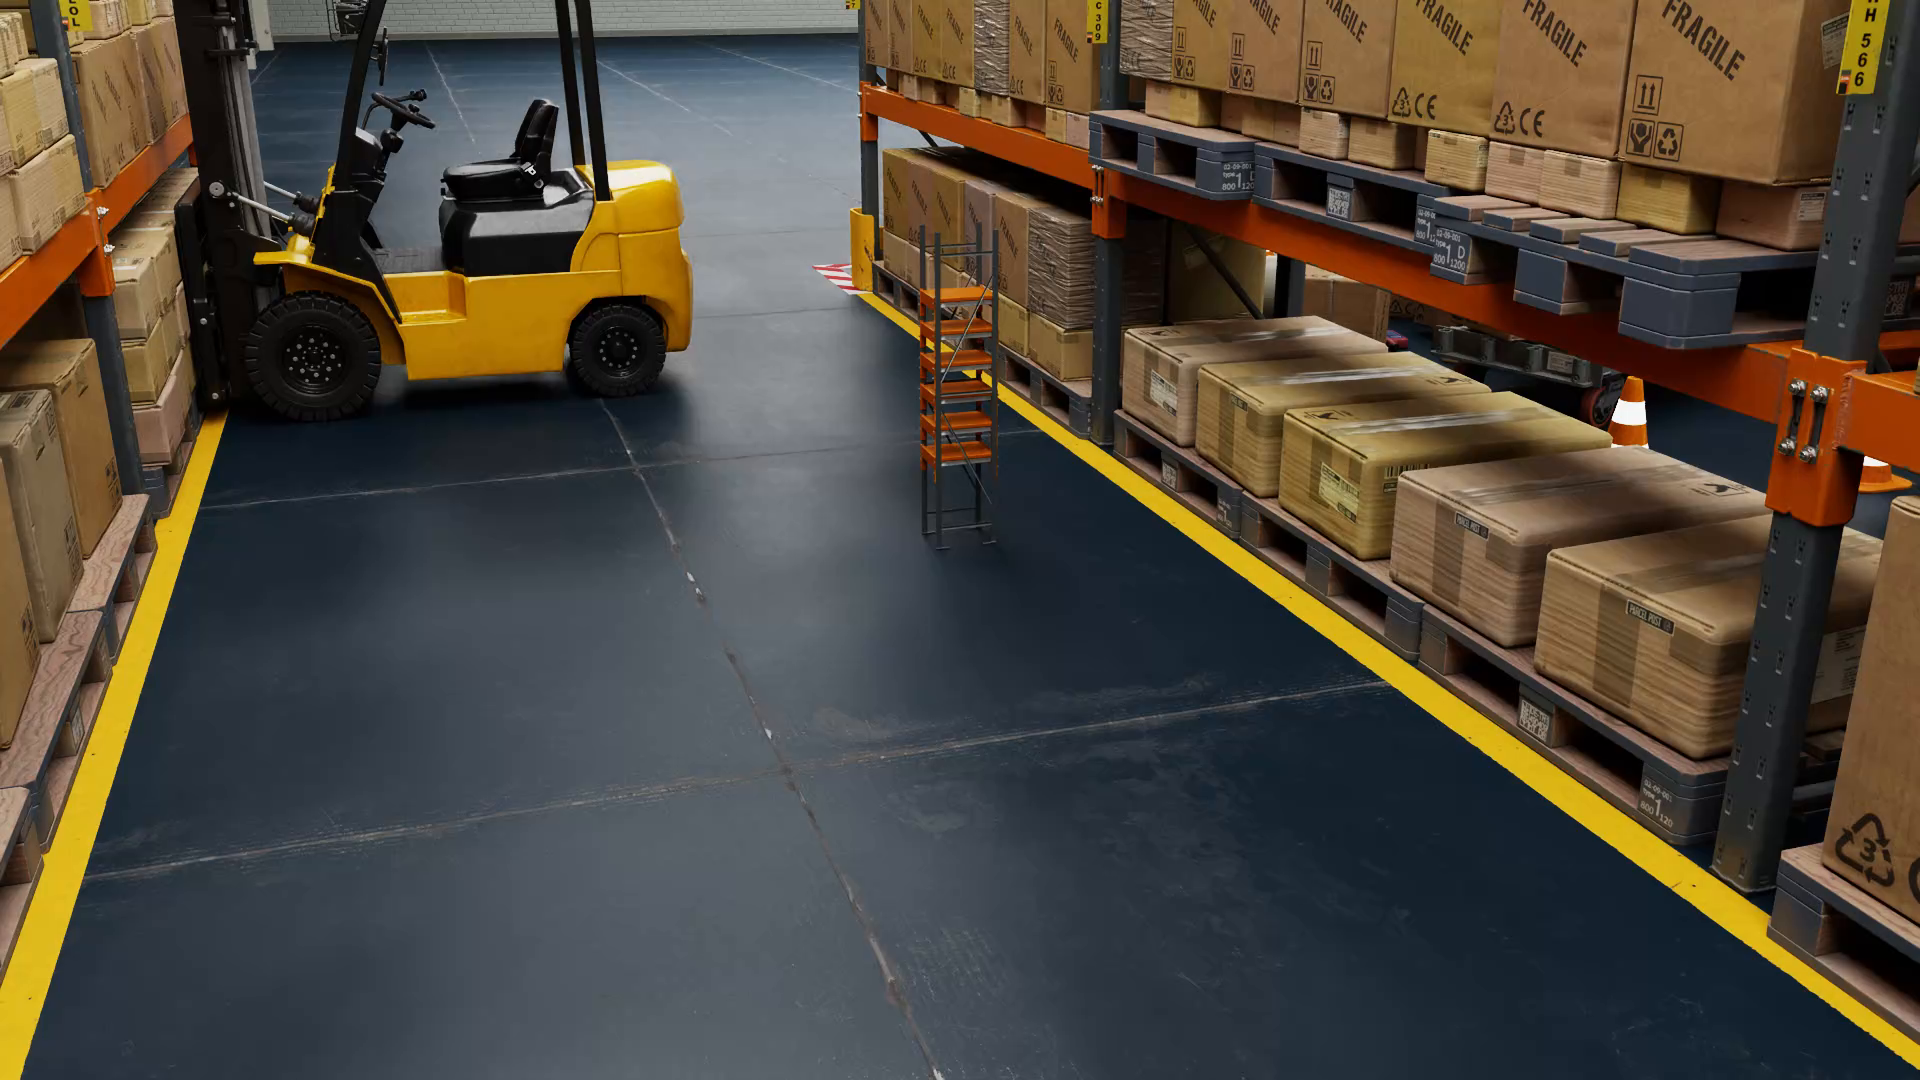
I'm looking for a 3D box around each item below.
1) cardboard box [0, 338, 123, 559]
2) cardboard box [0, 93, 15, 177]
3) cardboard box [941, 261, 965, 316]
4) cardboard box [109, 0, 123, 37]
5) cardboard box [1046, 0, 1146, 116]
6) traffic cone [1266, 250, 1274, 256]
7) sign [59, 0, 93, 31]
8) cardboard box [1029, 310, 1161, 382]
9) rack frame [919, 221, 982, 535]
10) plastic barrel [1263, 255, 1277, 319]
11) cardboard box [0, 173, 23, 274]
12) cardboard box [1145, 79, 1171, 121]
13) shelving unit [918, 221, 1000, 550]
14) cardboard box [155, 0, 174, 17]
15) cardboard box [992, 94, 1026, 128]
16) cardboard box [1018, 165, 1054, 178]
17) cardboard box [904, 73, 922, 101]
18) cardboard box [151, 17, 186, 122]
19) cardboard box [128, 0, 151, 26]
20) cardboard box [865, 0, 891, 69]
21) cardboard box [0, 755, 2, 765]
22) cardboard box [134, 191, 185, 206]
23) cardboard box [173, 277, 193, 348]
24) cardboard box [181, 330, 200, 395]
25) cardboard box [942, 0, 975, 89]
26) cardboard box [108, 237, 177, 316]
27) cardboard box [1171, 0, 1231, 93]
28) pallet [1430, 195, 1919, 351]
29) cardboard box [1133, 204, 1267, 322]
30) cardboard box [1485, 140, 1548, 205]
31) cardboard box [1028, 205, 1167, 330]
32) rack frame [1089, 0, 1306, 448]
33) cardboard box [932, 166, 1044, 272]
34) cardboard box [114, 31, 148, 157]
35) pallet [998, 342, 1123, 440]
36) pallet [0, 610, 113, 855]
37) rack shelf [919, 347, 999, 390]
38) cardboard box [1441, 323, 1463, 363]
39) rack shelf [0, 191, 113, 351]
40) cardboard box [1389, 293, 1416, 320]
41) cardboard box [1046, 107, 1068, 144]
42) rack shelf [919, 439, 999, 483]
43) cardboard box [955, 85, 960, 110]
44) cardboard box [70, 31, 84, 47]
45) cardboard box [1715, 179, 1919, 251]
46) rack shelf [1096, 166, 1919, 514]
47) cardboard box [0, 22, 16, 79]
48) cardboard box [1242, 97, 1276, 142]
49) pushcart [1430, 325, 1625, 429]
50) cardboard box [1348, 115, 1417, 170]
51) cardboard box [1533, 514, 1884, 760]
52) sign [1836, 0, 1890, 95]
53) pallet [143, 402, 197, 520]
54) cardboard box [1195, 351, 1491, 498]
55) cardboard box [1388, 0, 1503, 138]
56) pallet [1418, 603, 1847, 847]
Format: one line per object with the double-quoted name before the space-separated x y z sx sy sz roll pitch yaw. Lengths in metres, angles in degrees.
"cardboard box" -3.442 -0.290 5.679 0.875 0.625 0.625 -5 20 -15
"cardboard box" -2.896 -1.082 4.473 0.500 0.250 0.500 -6 21 -16
"cardboard box" 0.164 -1.466 9.506 0.500 0.250 0.500 -5 20 -14
"cardboard box" -3.747 -2.194 6.980 0.380 0.149 0.250 -7 21 -18
"cardboard box" 0.718 -2.208 7.539 0.500 0.500 0.500 -7 21 -19
"traffic cone" 2.143 -2.221 11.915 0.336 0.463 0.334 -6 21 -17
"sign" -3.105 -1.945 5.798 0.100 0.325 0.005 -6 21 -17
"cardboard box" 0.653 -0.970 8.125 0.500 0.250 0.500 -5 20 -15
"rack frame" -0.033 -0.599 6.308 0.240 1.200 0.006 -6 21 -17
"plastic barrel" 1.923 -1.474 9.894 0.512 0.421 0.421 8 21 20
"cardboard box" -2.920 -0.849 4.563 0.500 0.250 0.500 -6 21 -17
"cardboard box" 0.968 -1.773 6.667 0.380 0.149 0.250 -6 21 -16
"shelving unit" -0.005 -0.569 6.227 0.258 1.200 0.189 -6 21 -17
"cardboard box" -4.391 -2.852 8.812 0.380 0.149 0.250 -6 21 -16
"cardboard box" 0.381 -2.183 8.429 0.380 0.149 0.250 -7 21 -18
"cardboard box" 0.655 -1.886 9.567 0.500 0.500 0.500 -7 21 -18
"cardboard box" -0.118 -2.680 9.812 0.380 0.149 0.250 -6 21 -16
"cardboard box" -4.316 -2.410 8.540 0.500 0.500 0.500 -6 21 -15
"cardboard box" -4.073 -2.522 7.893 0.380 0.149 0.250 -6 21 -17
"cardboard box" -0.278 -3.194 10.284 0.500 0.500 0.500 -7 21 -18
"cardboard box" -2.756 0.417 3.711 0.875 0.625 0.625 -6 21 -15
"cardboard box" -4.099 -1.595 8.388 0.500 0.250 0.500 -6 21 -17
"cardboard box" -3.783 -1.027 7.546 0.500 0.250 0.500 -7 21 -18
"cardboard box" -3.805 -0.795 7.639 0.500 0.250 0.500 -6 21 -16
"cardboard box" 0.217 -2.703 8.915 0.500 0.500 0.500 -7 21 -18
"cardboard box" -3.622 -1.104 7.021 0.500 0.250 0.500 -6 21 -17
"cardboard box" 1.127 -1.948 6.194 0.500 0.500 0.500 -6 21 -17
"pallet" 2.026 -0.748 4.347 1.213 0.211 1.003 -6 21 -17
"cardboard box" 1.165 -1.380 8.157 0.500 0.500 0.500 -5 20 -15
"cardboard box" 1.678 -1.017 4.561 0.380 0.149 0.250 -7 21 -20
"cardboard box" 0.653 -1.323 7.999 0.500 0.500 0.500 -7 21 -18
"rack frame" 1.094 -1.905 7.283 1.000 3.000 0.127 -6 21 -17
"cardboard box" 0.154 -1.820 9.384 0.500 0.500 0.500 -6 21 -16
"cardboard box" -3.848 -1.921 7.180 0.500 0.500 0.500 -7 21 -18
"pallet" 0.849 -0.804 8.344 1.003 0.211 1.213 -6 21 -17
"pallet" -2.961 0.560 4.544 1.003 0.211 1.213 -6 21 -17
"rack shelf" -0.005 -0.640 6.201 0.258 0.103 0.180 -6 21 -17
"cardboard box" 2.875 -1.108 9.108 0.396 0.266 0.258 12 23 30
"rack shelf" -2.988 -0.396 4.146 1.077 0.370 4.000 -6 21 -17
"cardboard box" 2.792 -1.719 10.458 0.637 0.503 0.797 12 23 30
"cardboard box" 0.619 -1.937 7.743 0.380 0.149 0.250 -6 21 -16
"rack shelf" -0.005 -0.302 6.323 0.258 0.103 0.180 -6 21 -17
"cardboard box" 0.190 -2.434 9.128 0.380 0.149 0.250 -7 21 -19
"cardboard box" -3.550 -1.942 6.278 0.380 0.149 0.250 -6 21 -16
"cardboard box" 2.025 -0.781 3.904 0.380 0.149 0.250 -6 21 -15
"rack shelf" 1.722 -0.925 5.618 1.077 0.370 4.000 -6 21 -17
"cardboard box" -2.965 -1.407 4.790 0.380 0.149 0.250 -7 21 -19
"cardboard box" 1.241 -1.523 5.969 0.380 0.149 0.250 -6 21 -16
"pushcart" 3.243 -0.929 8.445 1.648 0.377 0.936 -15 25 -36
"cardboard box" 1.463 -1.270 5.265 0.380 0.149 0.250 -7 21 -19
"cardboard box" 2.183 0.235 4.590 0.950 0.372 0.625 -8 21 -21
"sign" 1.839 -1.068 3.358 0.100 0.325 0.005 -6 21 -17
"pallet" -3.827 -0.324 7.005 1.003 0.211 1.213 -6 21 -17
"cardboard box" 1.490 -0.468 6.547 0.950 0.372 0.625 -5 20 -14
"cardboard box" 1.612 -1.449 4.804 0.500 0.500 0.500 -8 21 -21
"pallet" 2.107 0.440 4.879 1.003 0.211 1.213 -6 21 -17
